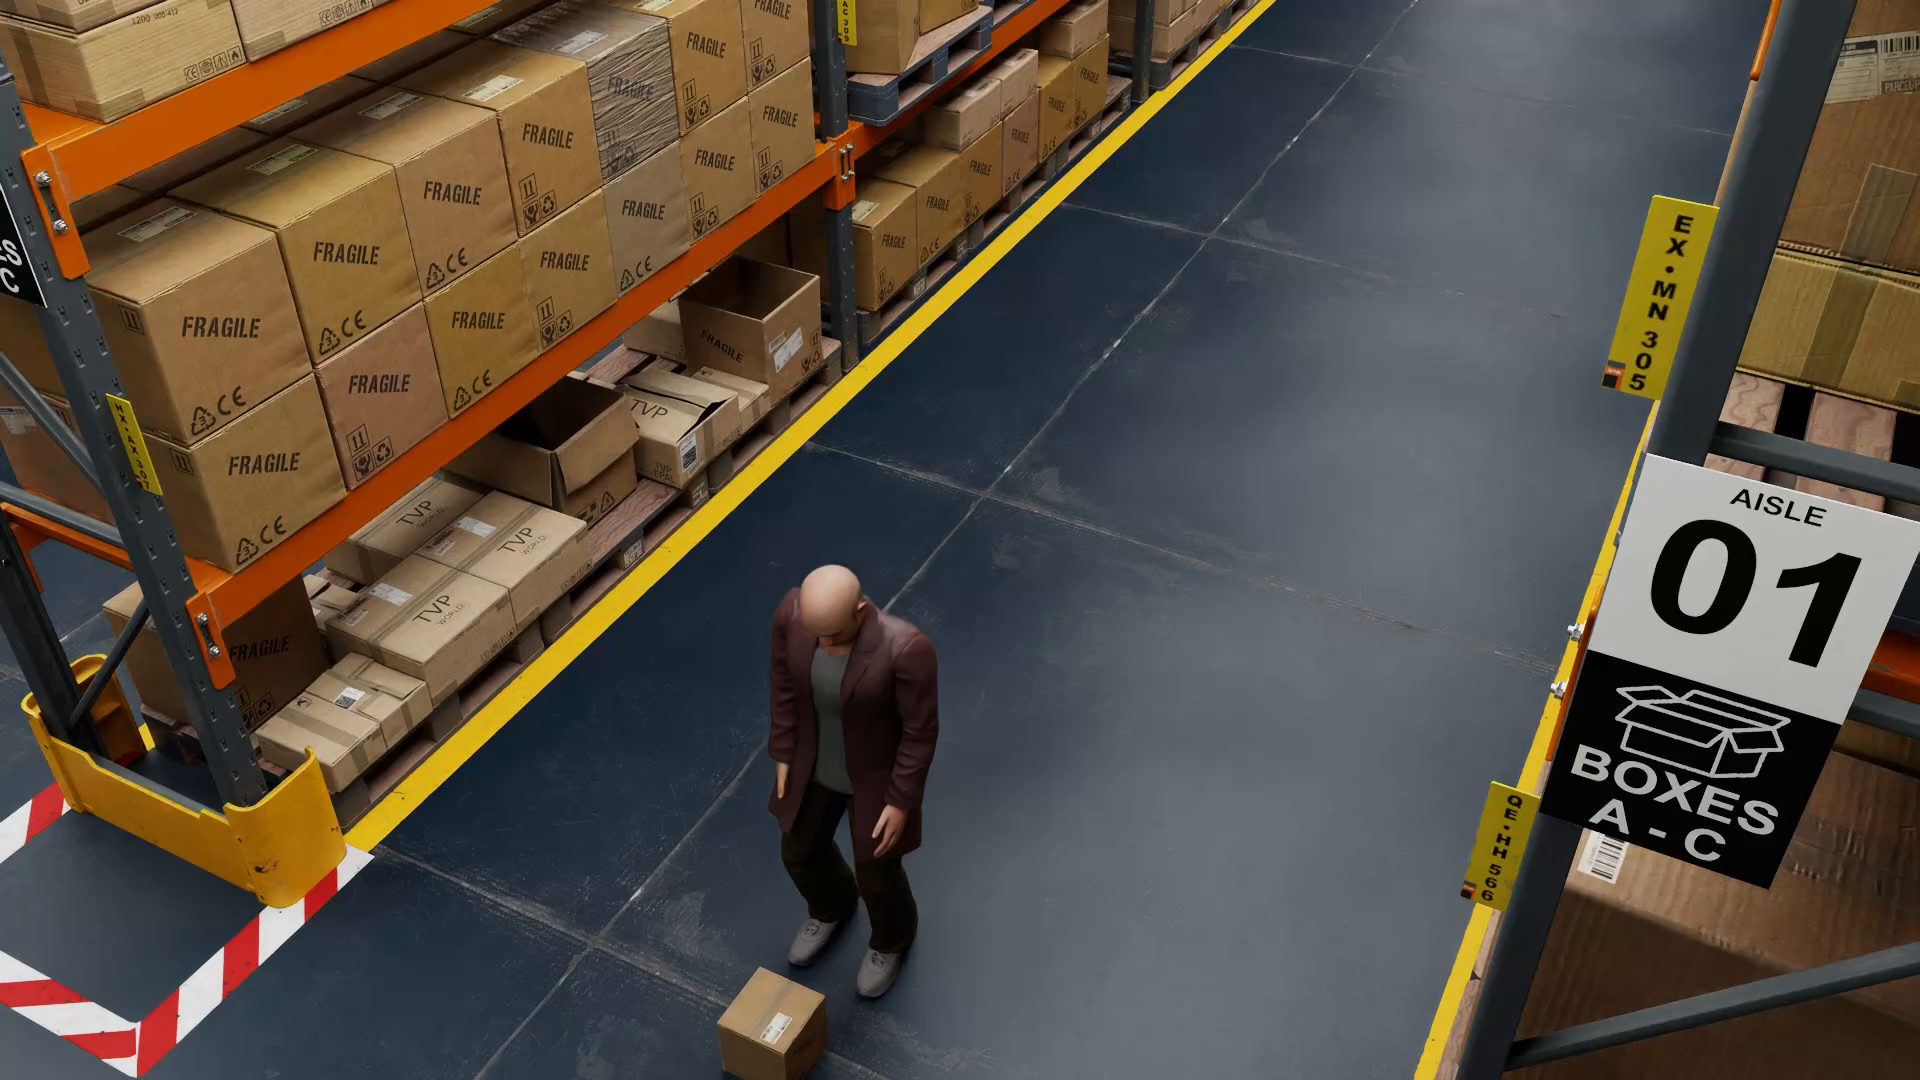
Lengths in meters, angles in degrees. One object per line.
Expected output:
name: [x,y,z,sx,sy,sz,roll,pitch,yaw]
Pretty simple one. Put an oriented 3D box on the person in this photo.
person: [-0.338,0.736,5.246,0.587,1.737,0.416,19,41,23]
